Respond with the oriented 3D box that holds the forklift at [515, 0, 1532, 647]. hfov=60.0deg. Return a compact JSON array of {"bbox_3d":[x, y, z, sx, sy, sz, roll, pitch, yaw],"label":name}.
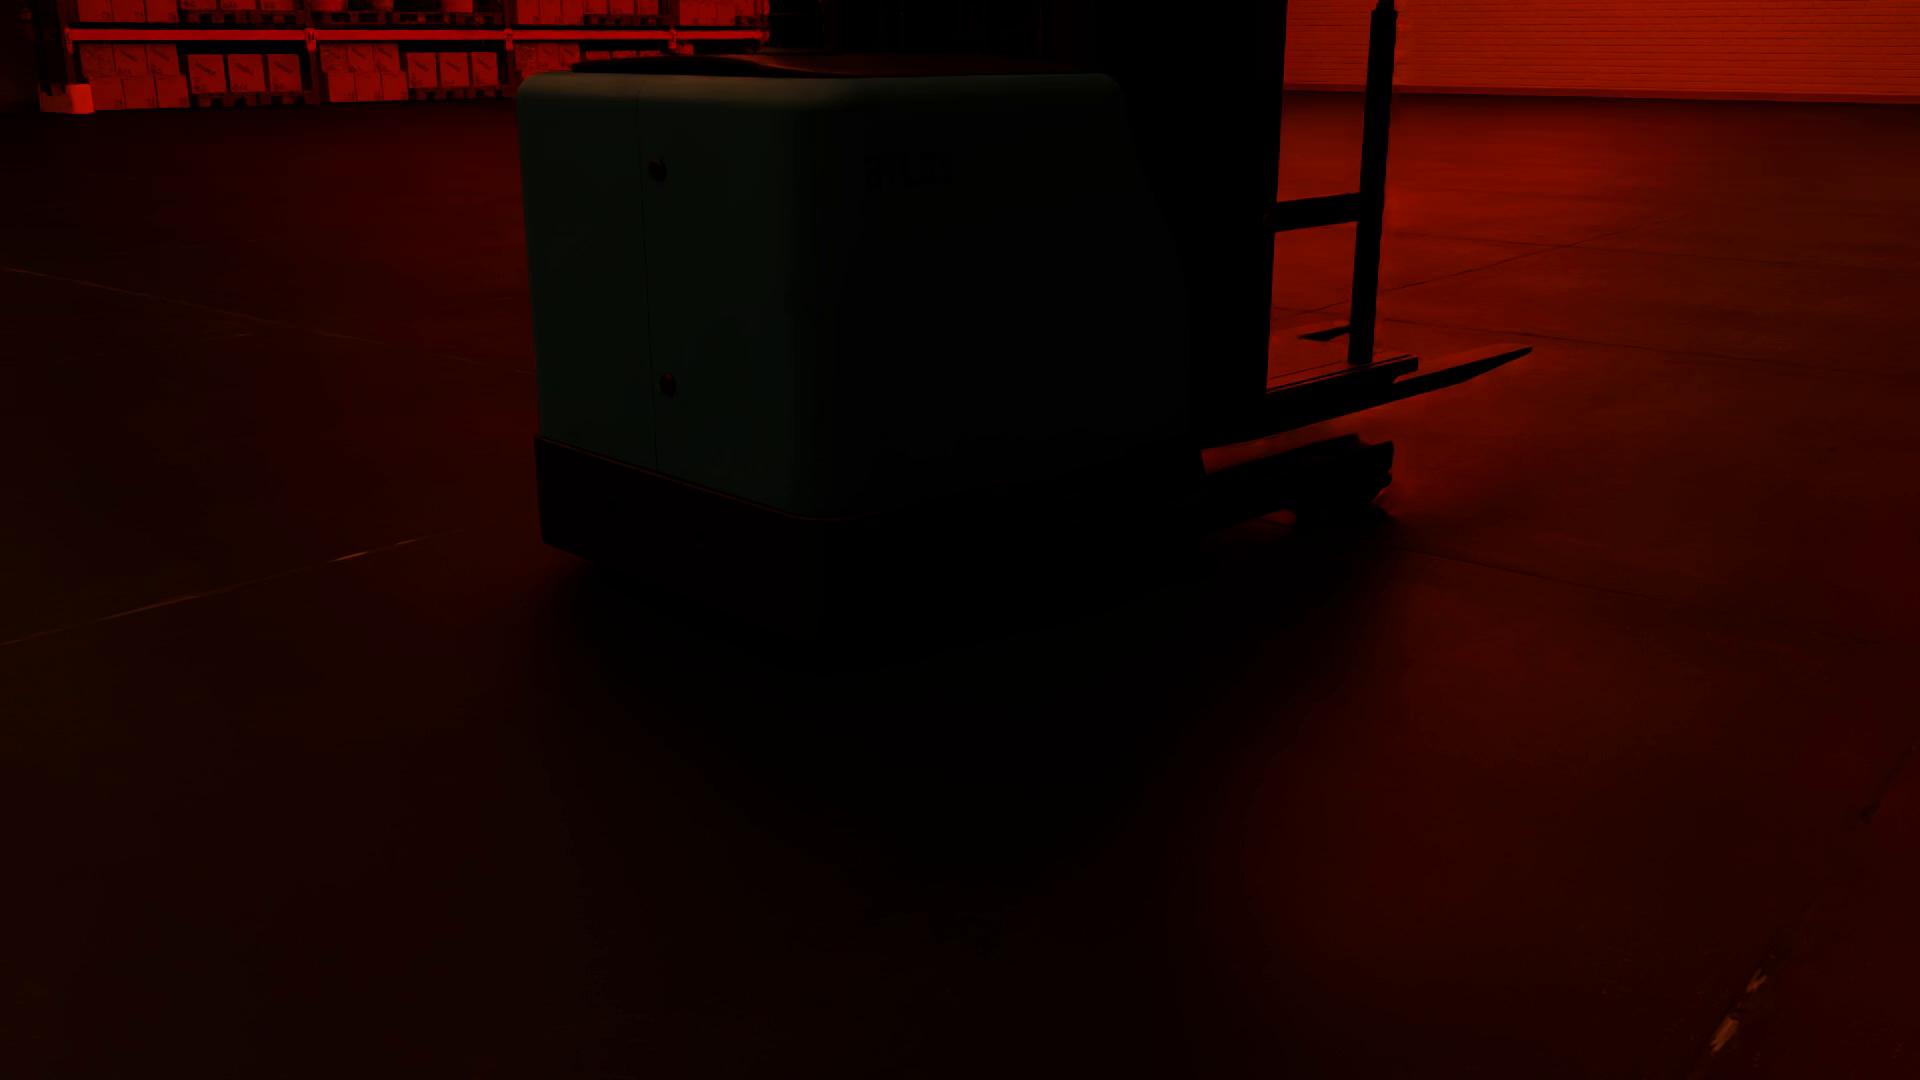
[{"bbox_3d":[0.463,-1.546,3.990,3.031,2.935,1.130,-16,23,-42],"label":"forklift"}]
